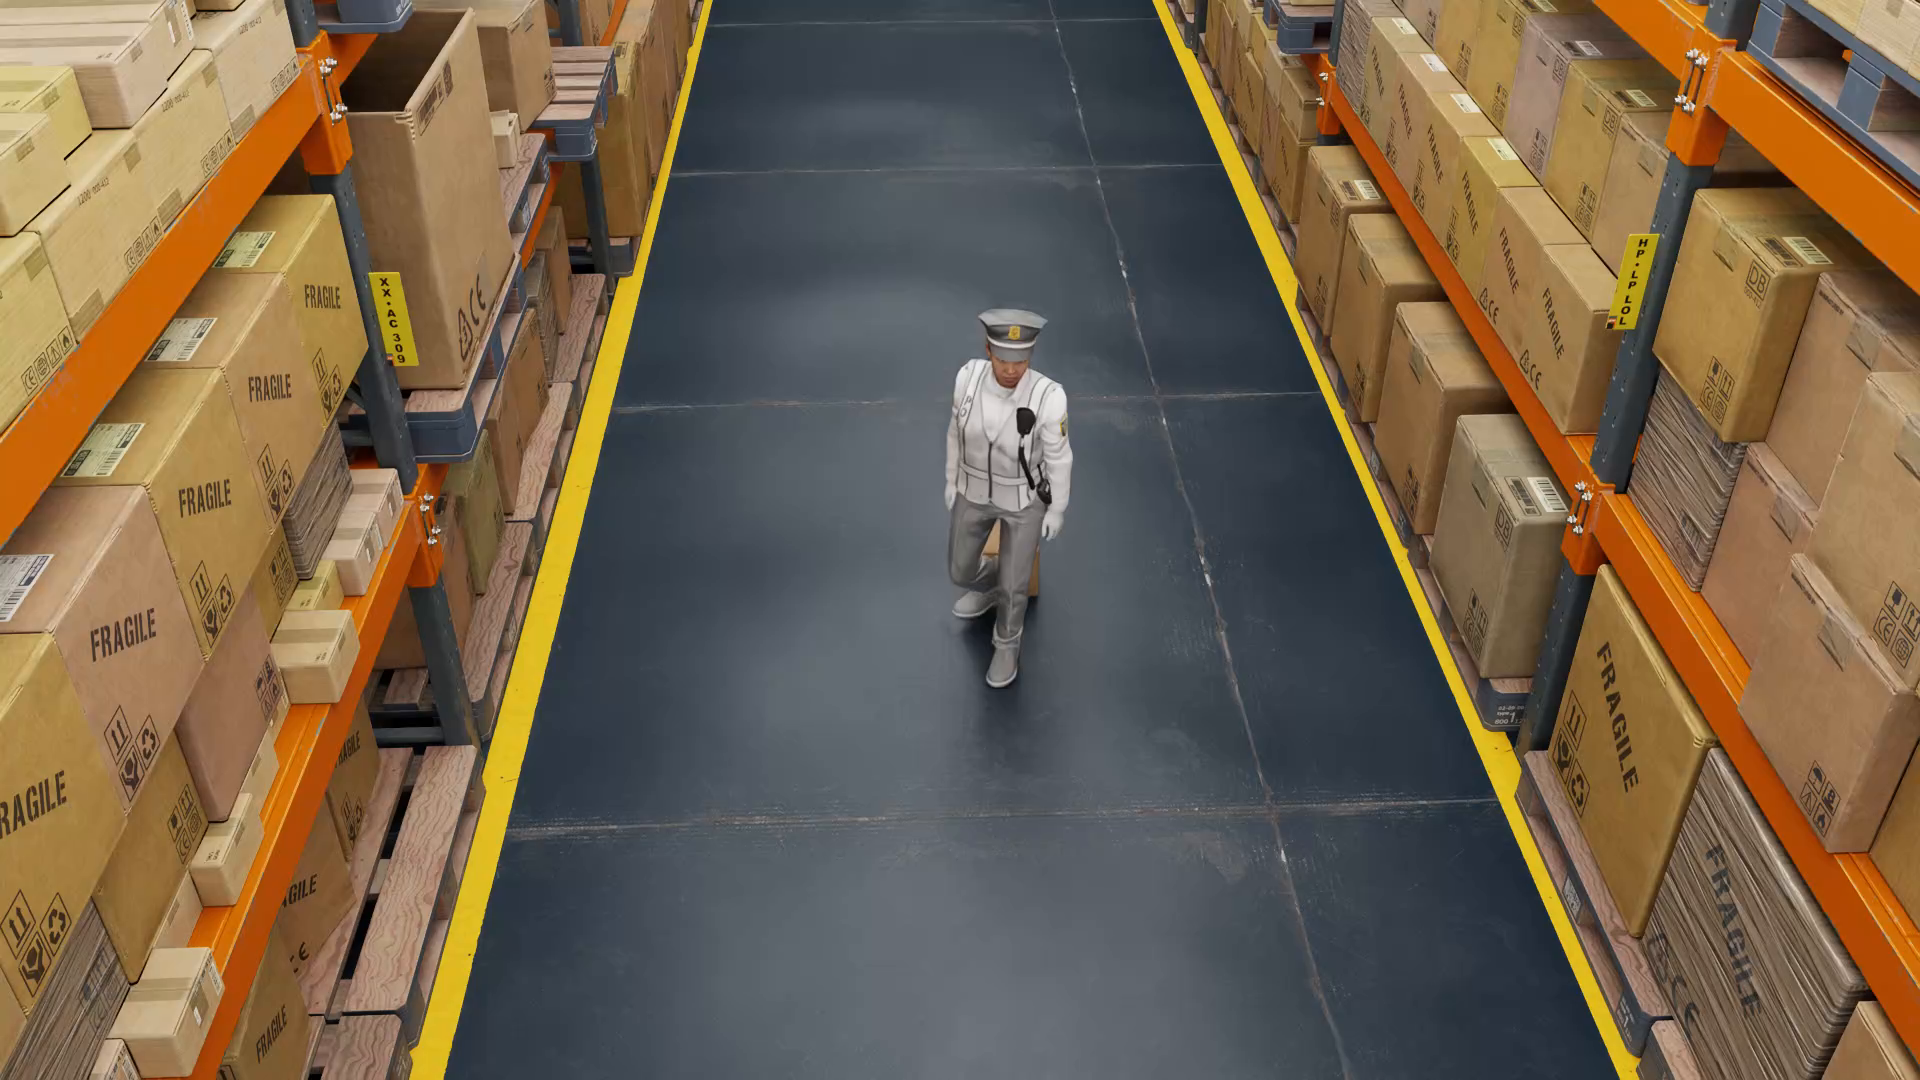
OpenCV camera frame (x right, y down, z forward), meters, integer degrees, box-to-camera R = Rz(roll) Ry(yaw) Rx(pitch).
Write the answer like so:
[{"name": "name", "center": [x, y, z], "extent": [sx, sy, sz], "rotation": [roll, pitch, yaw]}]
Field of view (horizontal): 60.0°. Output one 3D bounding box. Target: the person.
[{"name": "person", "center": [0.187, -0.204, 6.418], "extent": [0.533, 1.669, 0.530], "rotation": [13, 38, 18]}]
